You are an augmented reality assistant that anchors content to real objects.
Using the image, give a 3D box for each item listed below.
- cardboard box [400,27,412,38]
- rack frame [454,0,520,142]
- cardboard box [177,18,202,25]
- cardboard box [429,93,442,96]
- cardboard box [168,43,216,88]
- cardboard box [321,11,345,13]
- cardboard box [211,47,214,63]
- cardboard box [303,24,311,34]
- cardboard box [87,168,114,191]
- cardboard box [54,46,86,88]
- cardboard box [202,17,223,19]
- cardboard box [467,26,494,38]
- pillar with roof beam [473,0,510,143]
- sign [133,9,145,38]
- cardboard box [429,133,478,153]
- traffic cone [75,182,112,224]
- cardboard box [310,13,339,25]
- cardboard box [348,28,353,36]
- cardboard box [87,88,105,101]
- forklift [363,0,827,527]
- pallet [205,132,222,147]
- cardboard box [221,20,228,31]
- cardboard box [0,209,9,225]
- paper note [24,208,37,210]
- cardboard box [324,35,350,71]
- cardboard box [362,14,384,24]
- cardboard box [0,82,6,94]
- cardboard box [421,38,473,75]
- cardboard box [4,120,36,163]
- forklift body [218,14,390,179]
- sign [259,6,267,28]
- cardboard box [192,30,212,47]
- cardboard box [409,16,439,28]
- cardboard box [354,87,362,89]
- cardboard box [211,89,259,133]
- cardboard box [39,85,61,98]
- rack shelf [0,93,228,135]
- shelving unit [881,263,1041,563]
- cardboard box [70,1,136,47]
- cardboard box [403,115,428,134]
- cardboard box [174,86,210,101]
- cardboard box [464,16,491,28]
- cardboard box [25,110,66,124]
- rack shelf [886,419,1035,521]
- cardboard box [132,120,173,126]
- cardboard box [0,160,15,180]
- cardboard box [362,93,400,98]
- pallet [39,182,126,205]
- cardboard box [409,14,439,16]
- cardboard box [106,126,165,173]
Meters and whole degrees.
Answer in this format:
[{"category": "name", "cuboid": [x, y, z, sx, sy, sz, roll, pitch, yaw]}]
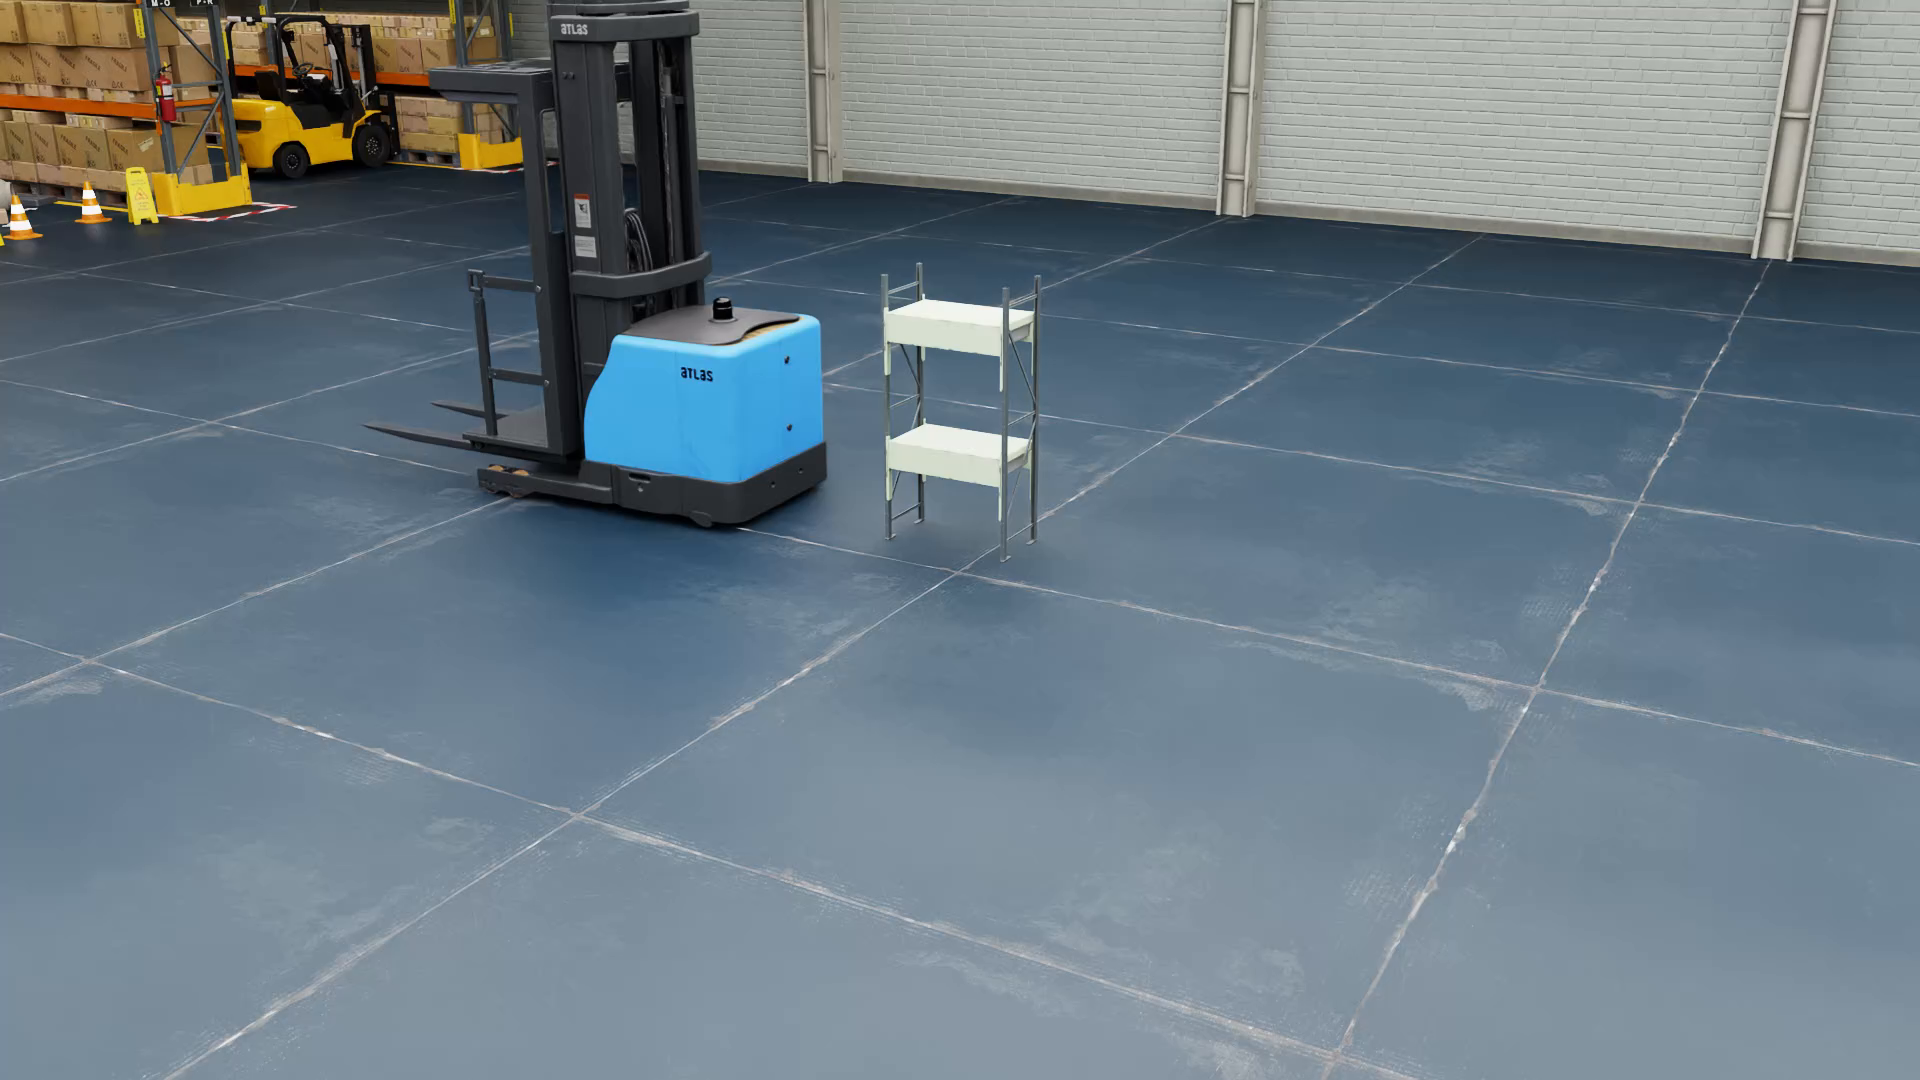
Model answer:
[{"category": "cardboard box", "cuboid": [-8.018, -7.480, 24.490, 0.250, 0.149, 0.380, 11, 22, 27]}, {"category": "rack frame", "cuboid": [-6.933, -7.015, 24.304, 0.127, 3.000, 1.000, 11, 23, 27]}, {"category": "cardboard box", "cuboid": [-12.377, -8.330, 26.833, 0.250, 0.149, 0.380, 11, 23, 27]}, {"category": "cardboard box", "cuboid": [-7.699, -6.608, 25.132, 0.500, 0.250, 0.500, 11, 23, 27]}, {"category": "cardboard box", "cuboid": [-9.629, -5.884, 20.605, 0.500, 0.500, 0.500, 10, 22, 26]}, {"category": "cardboard box", "cuboid": [-9.801, -8.154, 25.912, 0.250, 0.149, 0.380, 10, 22, 26]}, {"category": "cardboard box", "cuboid": [-11.853, -7.789, 26.658, 0.500, 0.250, 0.500, 11, 23, 28]}, {"category": "cardboard box", "cuboid": [-9.808, -7.823, 25.434, 0.250, 0.149, 0.380, 11, 23, 27]}, {"category": "cardboard box", "cuboid": [-10.636, -4.584, 21.019, 0.500, 0.250, 0.500, 11, 23, 27]}, {"category": "cardboard box", "cuboid": [-10.829, -5.900, 20.649, 0.500, 0.500, 0.500, 11, 23, 27]}, {"category": "cardboard box", "cuboid": [-12.185, -8.453, 27.173, 0.250, 0.149, 0.380, 12, 23, 29]}, {"category": "cardboard box", "cuboid": [-7.103, -7.500, 24.544, 0.250, 0.149, 0.380, 10, 22, 26]}, {"category": "pillar with roof beam", "cuboid": [-9.201, -8.937, 20.807, 0.400, 9.000, 9.100, 11, 23, 27]}, {"category": "sign", "cuboid": [-9.639, -6.067, 19.531, 0.005, 0.325, 0.100, 11, 23, 27]}, {"category": "cardboard box", "cuboid": [-7.498, -5.903, 24.657, 0.500, 0.250, 0.500, 11, 23, 28]}, {"category": "traffic cone", "cuboid": [-10.355, -4.031, 19.799, 0.334, 0.463, 0.336, 11, 23, 27]}, {"category": "cardboard box", "cuboid": [-9.618, -7.900, 25.212, 0.250, 0.149, 0.380, 11, 23, 28]}, {"category": "cardboard box", "cuboid": [-8.935, -7.637, 24.923, 0.250, 0.149, 0.380, 10, 22, 26]}, {"category": "cardboard box", "cuboid": [-10.510, -5.509, 20.521, 0.250, 0.149, 0.380, 11, 23, 28]}, {"category": "forklift", "cuboid": [-2.367, -1.782, 9.980, 3.031, 2.935, 1.130, 10, 22, 25]}, {"category": "pallet", "cuboid": [-12.157, -6.682, 27.477, 1.213, 0.211, 1.003, 11, 23, 27]}, {"category": "cardboard box", "cuboid": [-11.548, -8.121, 26.255, 0.250, 0.149, 0.380, 10, 22, 26]}, {"category": "cardboard box", "cuboid": [-11.480, -3.813, 19.657, 0.380, 0.149, 0.250, -11, 23, -29]}, {"category": "paper note", "cuboid": [-11.572, -4.120, 20.679, 0.148, 0.019, 0.142, 3, 20, 9]}, {"category": "cardboard box", "cuboid": [-9.260, -7.410, 25.246, 0.500, 0.500, 0.500, 11, 22, 27]}, {"category": "cardboard box", "cuboid": [-8.691, -7.756, 24.815, 0.250, 0.149, 0.380, 11, 23, 28]}, {"category": "cardboard box", "cuboid": [-12.232, -5.874, 21.527, 0.250, 0.149, 0.380, 11, 23, 27]}, {"category": "cardboard box", "cuboid": [-7.491, -7.065, 24.297, 0.500, 0.500, 0.500, 10, 22, 26]}, {"category": "cardboard box", "cuboid": [-11.986, -5.195, 21.604, 0.500, 0.500, 0.500, 12, 23, 29]}, {"category": "forklift body", "cuboid": [-9.479, -6.388, 23.821, 1.214, 2.155, 2.313, 11, 23, 27]}, {"category": "sign", "cuboid": [-10.682, -8.024, 25.504, 0.005, 0.325, 0.100, 11, 23, 27]}, {"category": "cardboard box", "cuboid": [-11.875, -8.020, 26.562, 0.500, 0.250, 0.500, 11, 23, 28]}, {"category": "cardboard box", "cuboid": [-7.821, -7.570, 24.302, 0.250, 0.149, 0.380, 11, 23, 28]}, {"category": "cardboard box", "cuboid": [-9.452, -6.951, 26.078, 0.500, 0.250, 0.500, 10, 22, 27]}, {"category": "cardboard box", "cuboid": [-11.560, -6.976, 27.063, 0.625, 0.625, 0.875, 11, 22, 27]}, {"category": "cardboard box", "cuboid": [-11.379, -5.686, 21.011, 0.250, 0.149, 0.380, 11, 23, 27]}, {"category": "rack shelf", "cuboid": [-11.097, -5.531, 21.268, 4.000, 0.370, 1.077, 11, 23, 27]}, {"category": "shelving unit", "cuboid": [0.006, -0.704, 9.106, 0.755, 1.500, 0.431, 11, 23, 27]}, {"category": "cardboard box", "cuboid": [-10.341, -6.299, 20.283, 0.500, 0.500, 0.700, 11, 23, 28]}, {"category": "cardboard box", "cuboid": [-7.943, -6.229, 24.821, 0.500, 0.250, 0.500, 11, 22, 27]}, {"category": "cardboard box", "cuboid": [-9.546, -5.536, 20.597, 0.250, 0.149, 0.380, 11, 23, 28]}, {"category": "cardboard box", "cuboid": [-7.122, -7.626, 24.455, 0.250, 0.149, 0.380, 10, 22, 26]}, {"category": "cardboard box", "cuboid": [-11.694, -5.418, 21.267, 0.250, 0.149, 0.380, 12, 23, 30]}, {"category": "rack shelf", "cuboid": [0.006, -0.397, 9.217, 0.720, 0.370, 0.431, 11, 23, 27]}, {"category": "cardboard box", "cuboid": [-10.400, -5.099, 21.341, 0.500, 0.500, 0.500, 10, 22, 25]}, {"category": "cardboard box", "cuboid": [-12.460, -4.928, 21.967, 0.500, 0.250, 0.500, 10, 22, 25]}, {"category": "cardboard box", "cuboid": [-8.820, -6.624, 25.177, 0.500, 0.250, 0.500, 10, 22, 26]}, {"category": "pallet", "cuboid": [-11.170, -4.587, 21.700, 1.213, 0.211, 1.003, 11, 23, 27]}, {"category": "cardboard box", "cuboid": [-8.023, -7.801, 24.938, 0.250, 0.149, 0.380, 12, 23, 29]}, {"category": "cardboard box", "cuboid": [-10.177, -4.849, 20.651, 0.500, 0.500, 0.500, 11, 23, 28]}]
